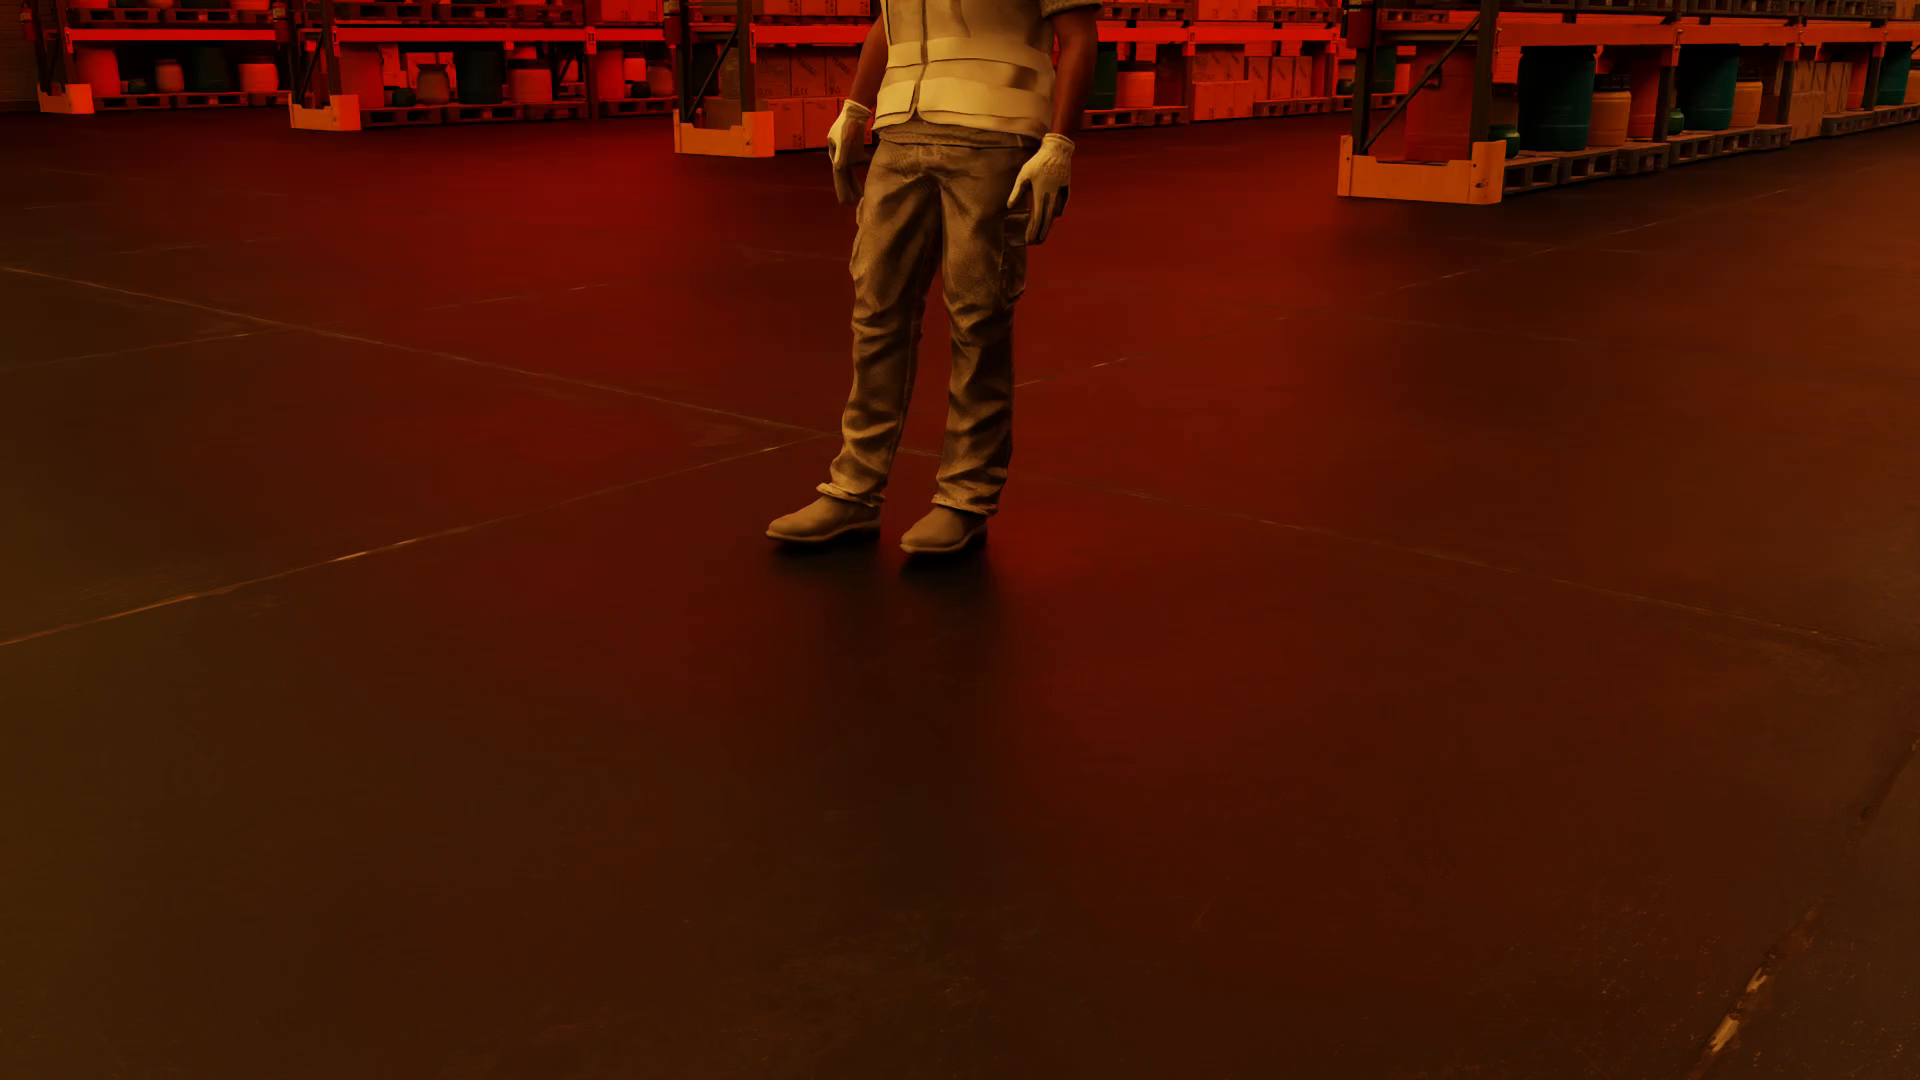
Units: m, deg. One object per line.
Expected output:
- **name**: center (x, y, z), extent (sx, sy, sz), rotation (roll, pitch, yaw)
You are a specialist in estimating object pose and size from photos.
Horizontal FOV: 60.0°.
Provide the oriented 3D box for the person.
- **person**: center (-0.053, -0.846, 3.633), extent (0.656, 1.782, 0.576), rotation (13, 21, 37)
